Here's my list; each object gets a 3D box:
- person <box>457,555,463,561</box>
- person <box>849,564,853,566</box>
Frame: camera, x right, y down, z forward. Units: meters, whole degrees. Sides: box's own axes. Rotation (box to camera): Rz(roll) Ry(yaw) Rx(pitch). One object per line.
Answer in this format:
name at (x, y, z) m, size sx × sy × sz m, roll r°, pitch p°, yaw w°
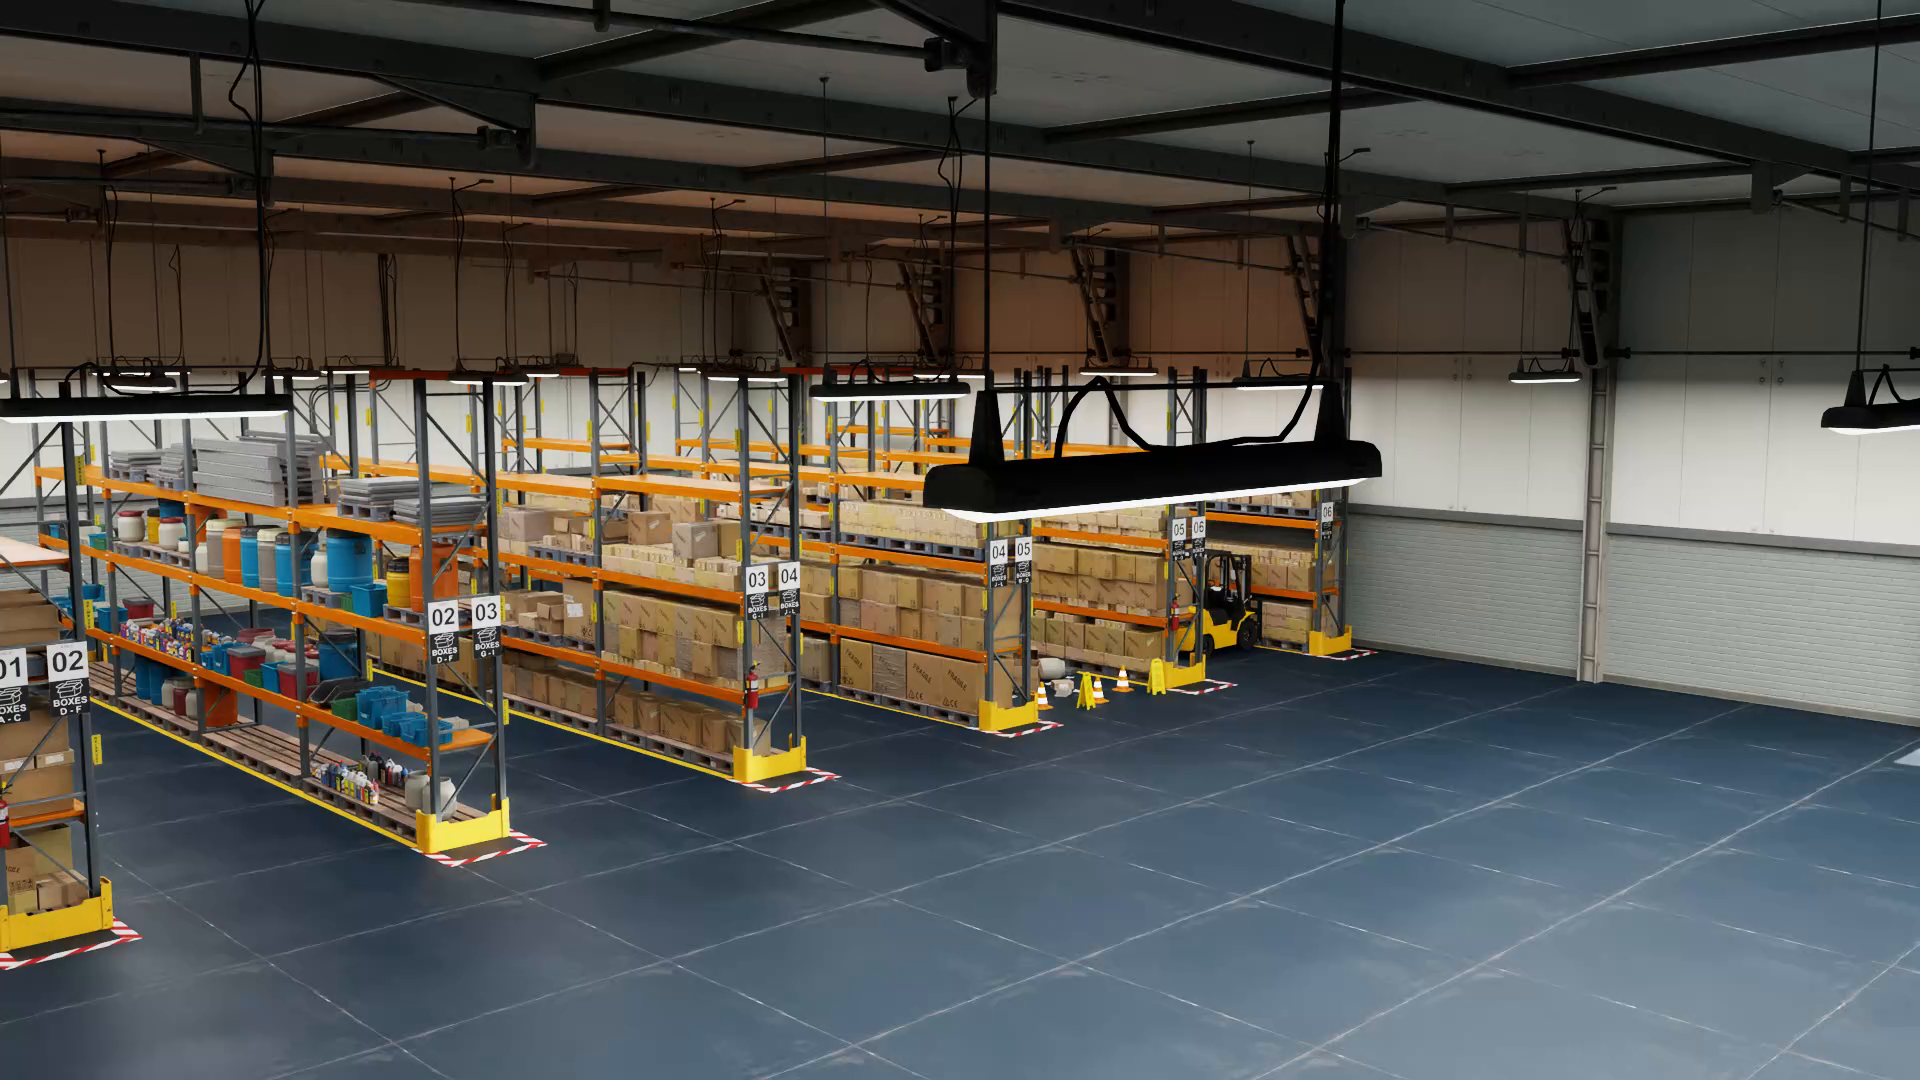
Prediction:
person at (-12.226, 0.934, 40.546) m, size 0.484 × 1.688 × 0.488 m, roll 3°, pitch 7°, yaw 24°
person at (-2.354, 1.419, 35.631) m, size 0.594 × 1.822 × 0.494 m, roll 4°, pitch 8°, yaw 34°
